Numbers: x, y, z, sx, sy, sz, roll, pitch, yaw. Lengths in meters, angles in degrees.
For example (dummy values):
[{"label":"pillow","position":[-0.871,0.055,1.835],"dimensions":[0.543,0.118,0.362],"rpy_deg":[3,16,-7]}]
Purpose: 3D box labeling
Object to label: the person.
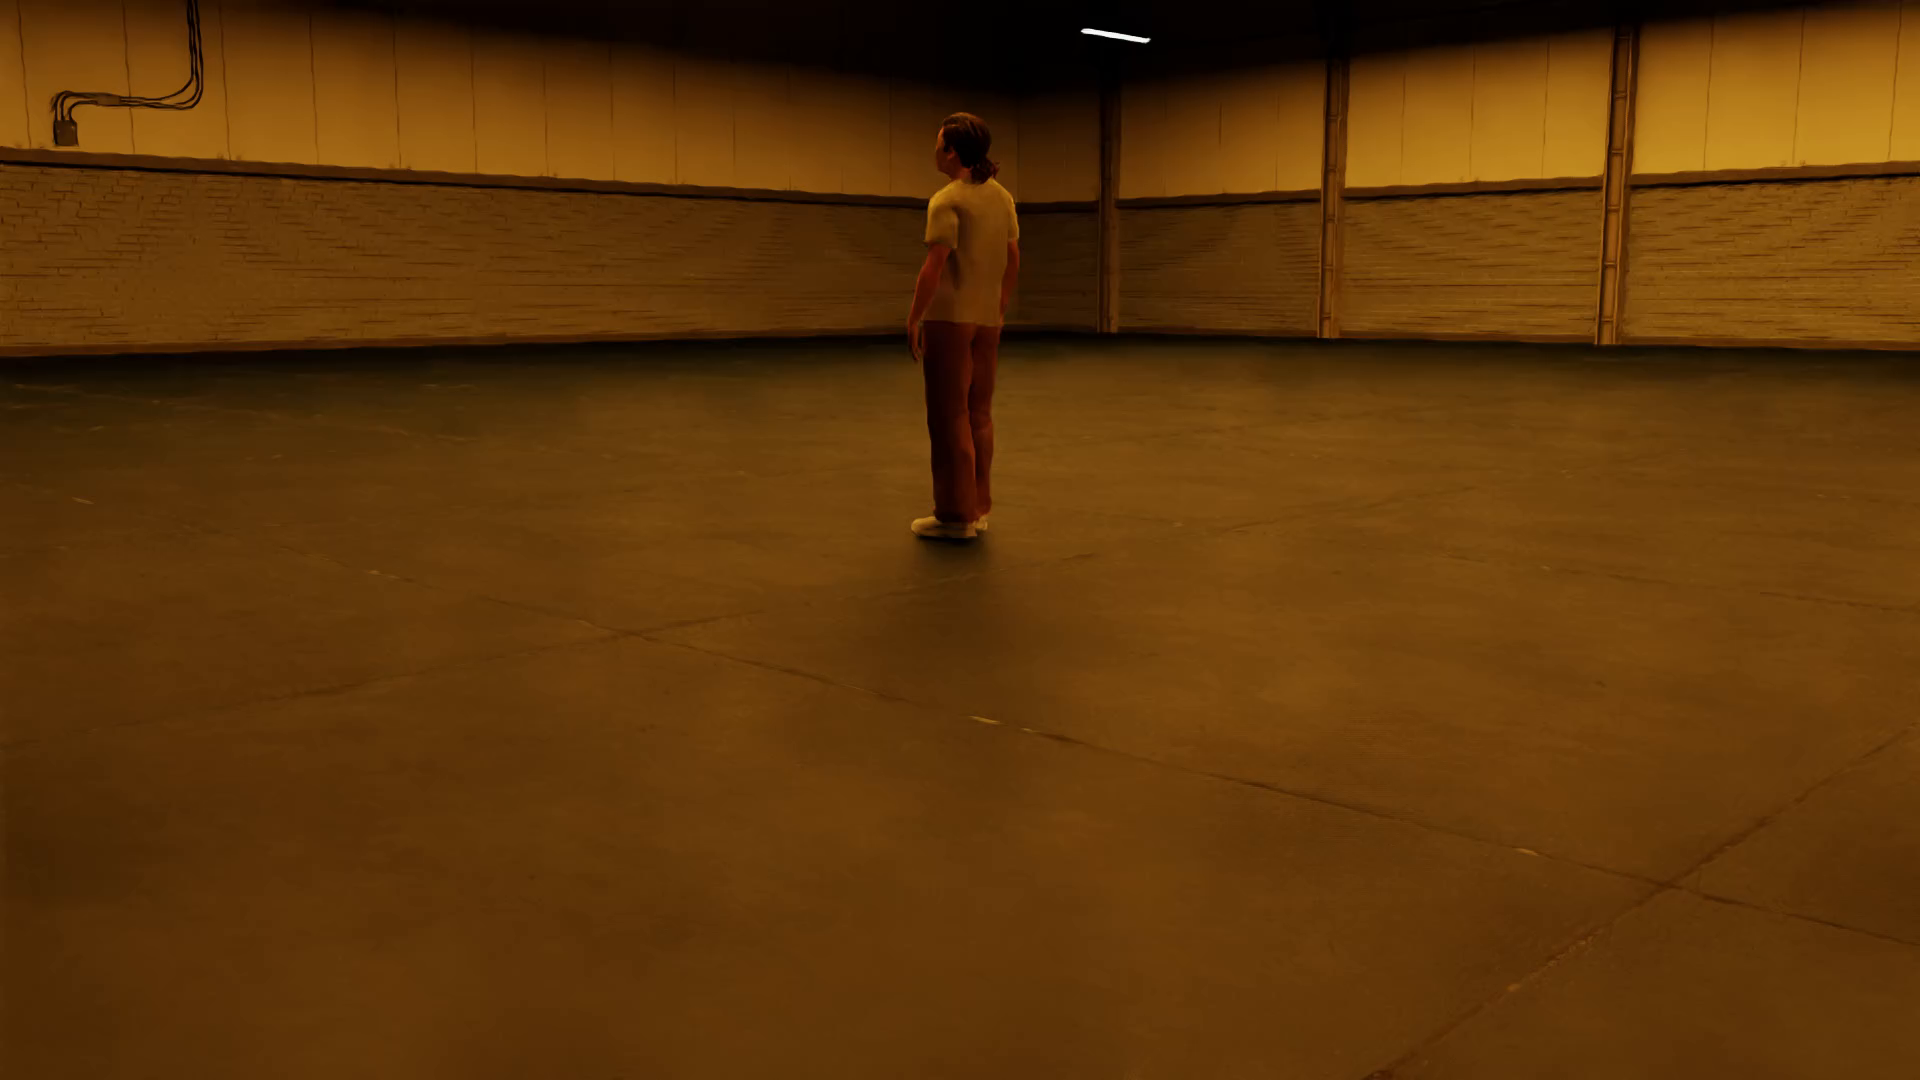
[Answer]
[{"label":"person","position":[-0.051,-0.839,6.656],"dimensions":[0.532,1.660,0.554],"rpy_deg":[8,12,43]}]
